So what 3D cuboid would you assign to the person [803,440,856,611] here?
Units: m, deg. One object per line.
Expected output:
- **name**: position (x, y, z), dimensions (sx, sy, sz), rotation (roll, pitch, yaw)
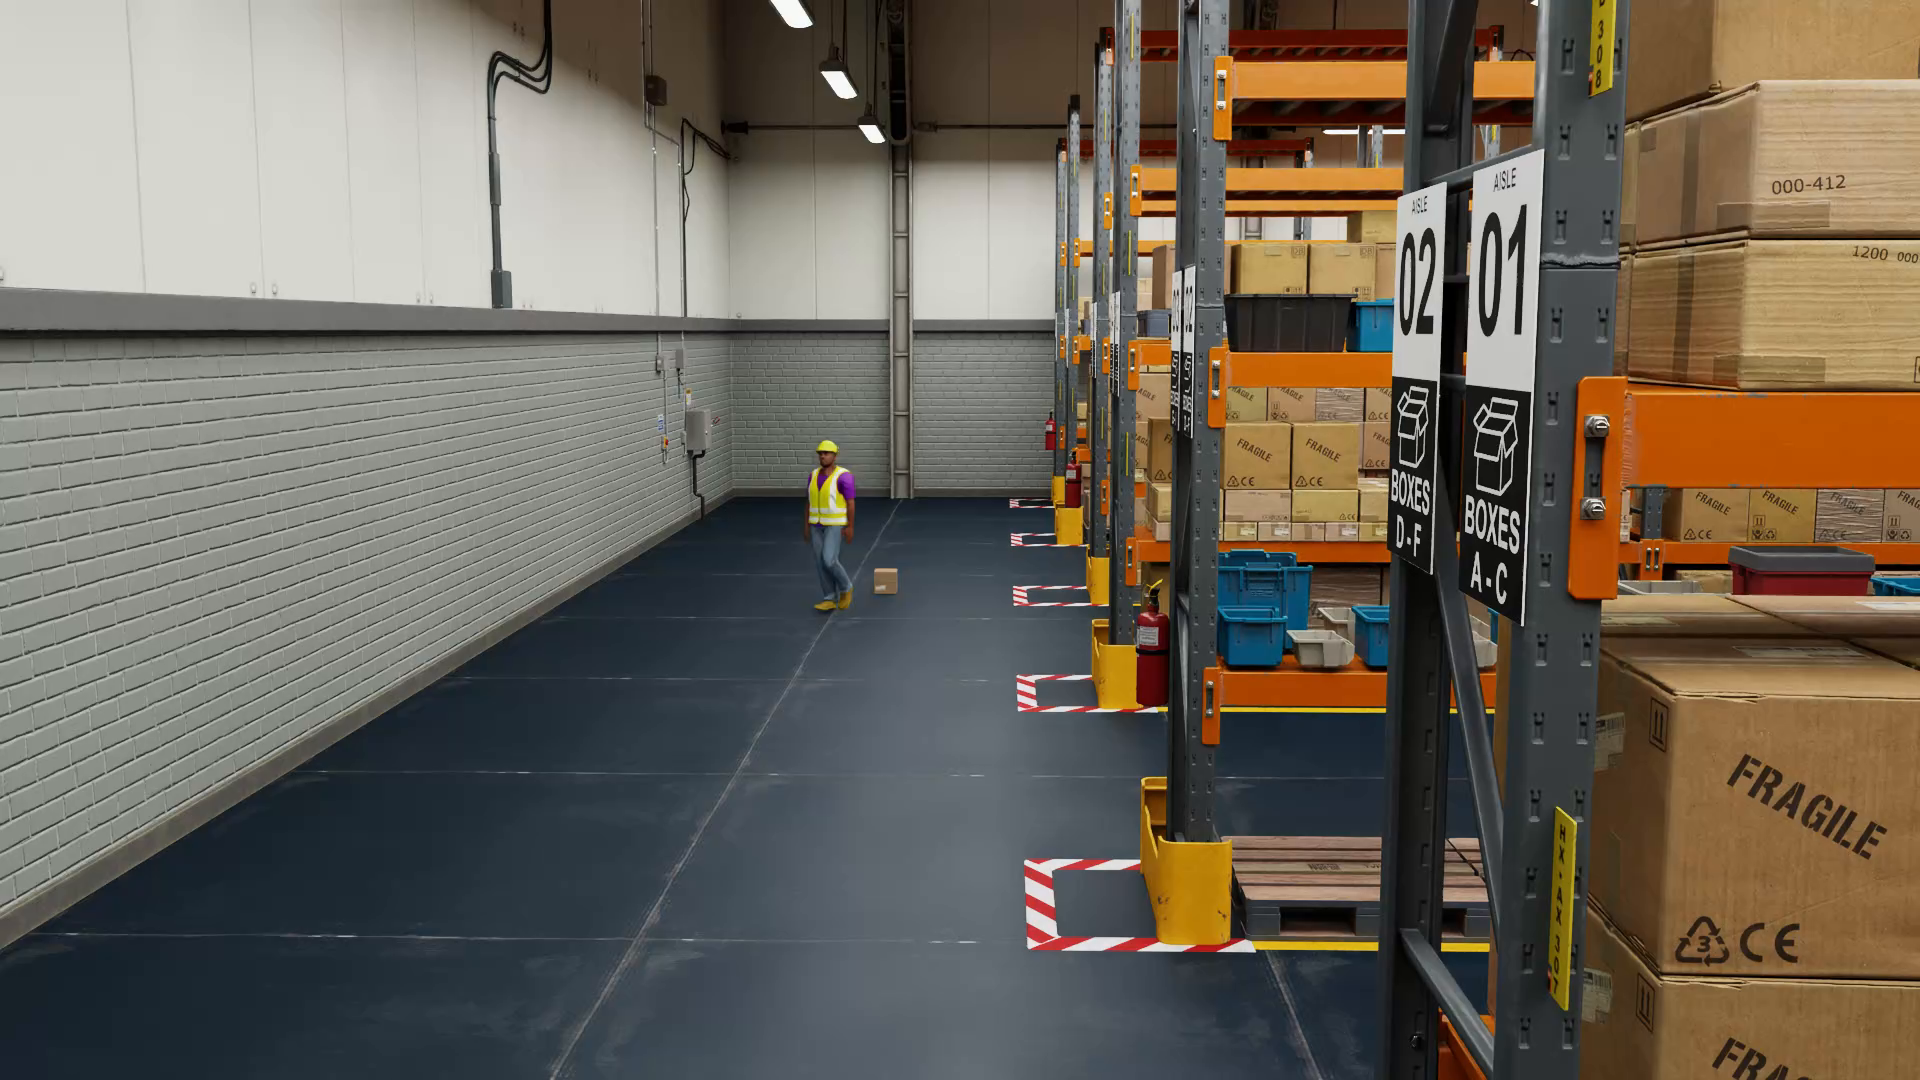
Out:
- **person**: position (-1.356, -0.146, 17.142), dimensions (0.563, 1.762, 0.474), rotation (5, 9, 33)
